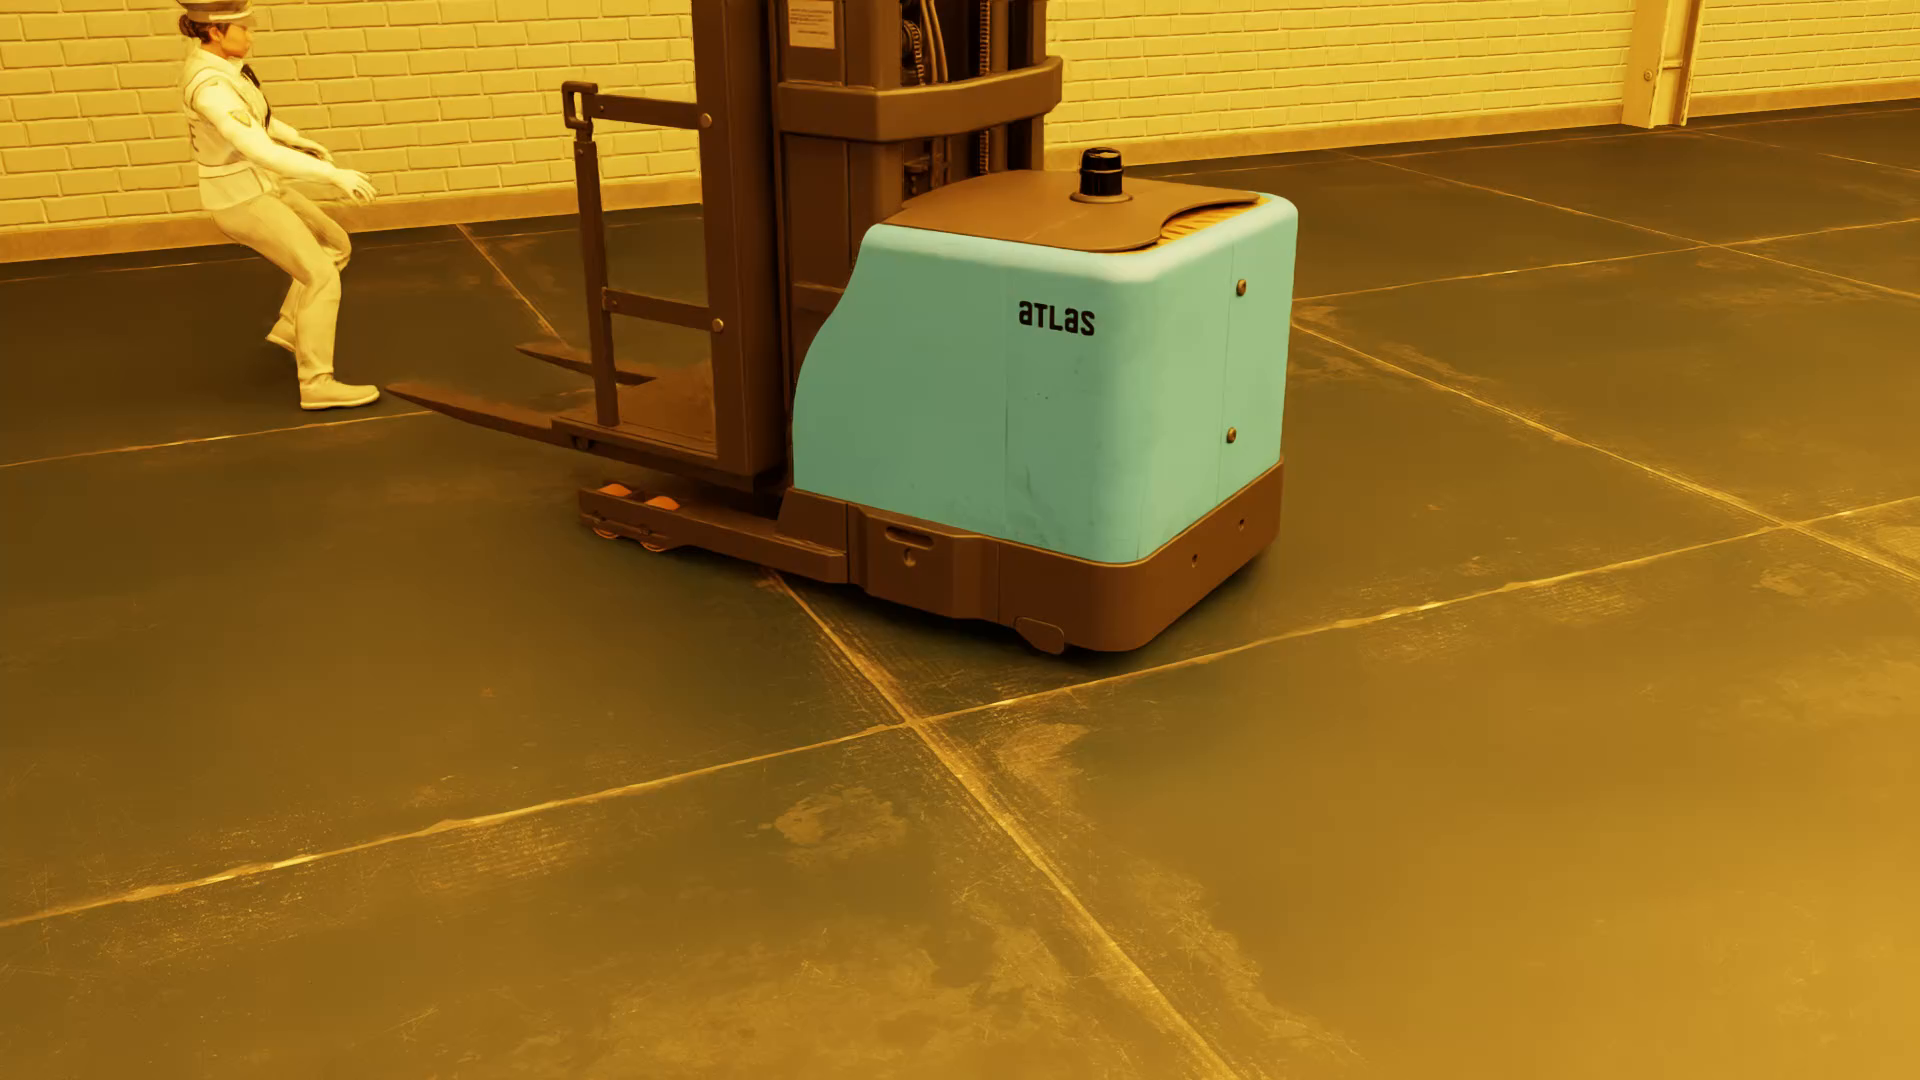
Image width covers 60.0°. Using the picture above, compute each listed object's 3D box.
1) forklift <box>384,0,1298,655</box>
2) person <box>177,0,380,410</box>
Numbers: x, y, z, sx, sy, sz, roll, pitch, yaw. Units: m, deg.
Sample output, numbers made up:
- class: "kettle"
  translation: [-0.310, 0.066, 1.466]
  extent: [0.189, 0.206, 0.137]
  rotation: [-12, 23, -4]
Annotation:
- class: "forklift"
  translation: [-0.564, -1.471, 4.826]
  extent: [3.031, 2.935, 1.130]
  rotation: [14, 26, 30]
- class: "person"
  translation: [-2.547, -1.323, 6.314]
  extent: [0.638, 1.513, 0.781]
  rotation: [-7, 24, -17]
